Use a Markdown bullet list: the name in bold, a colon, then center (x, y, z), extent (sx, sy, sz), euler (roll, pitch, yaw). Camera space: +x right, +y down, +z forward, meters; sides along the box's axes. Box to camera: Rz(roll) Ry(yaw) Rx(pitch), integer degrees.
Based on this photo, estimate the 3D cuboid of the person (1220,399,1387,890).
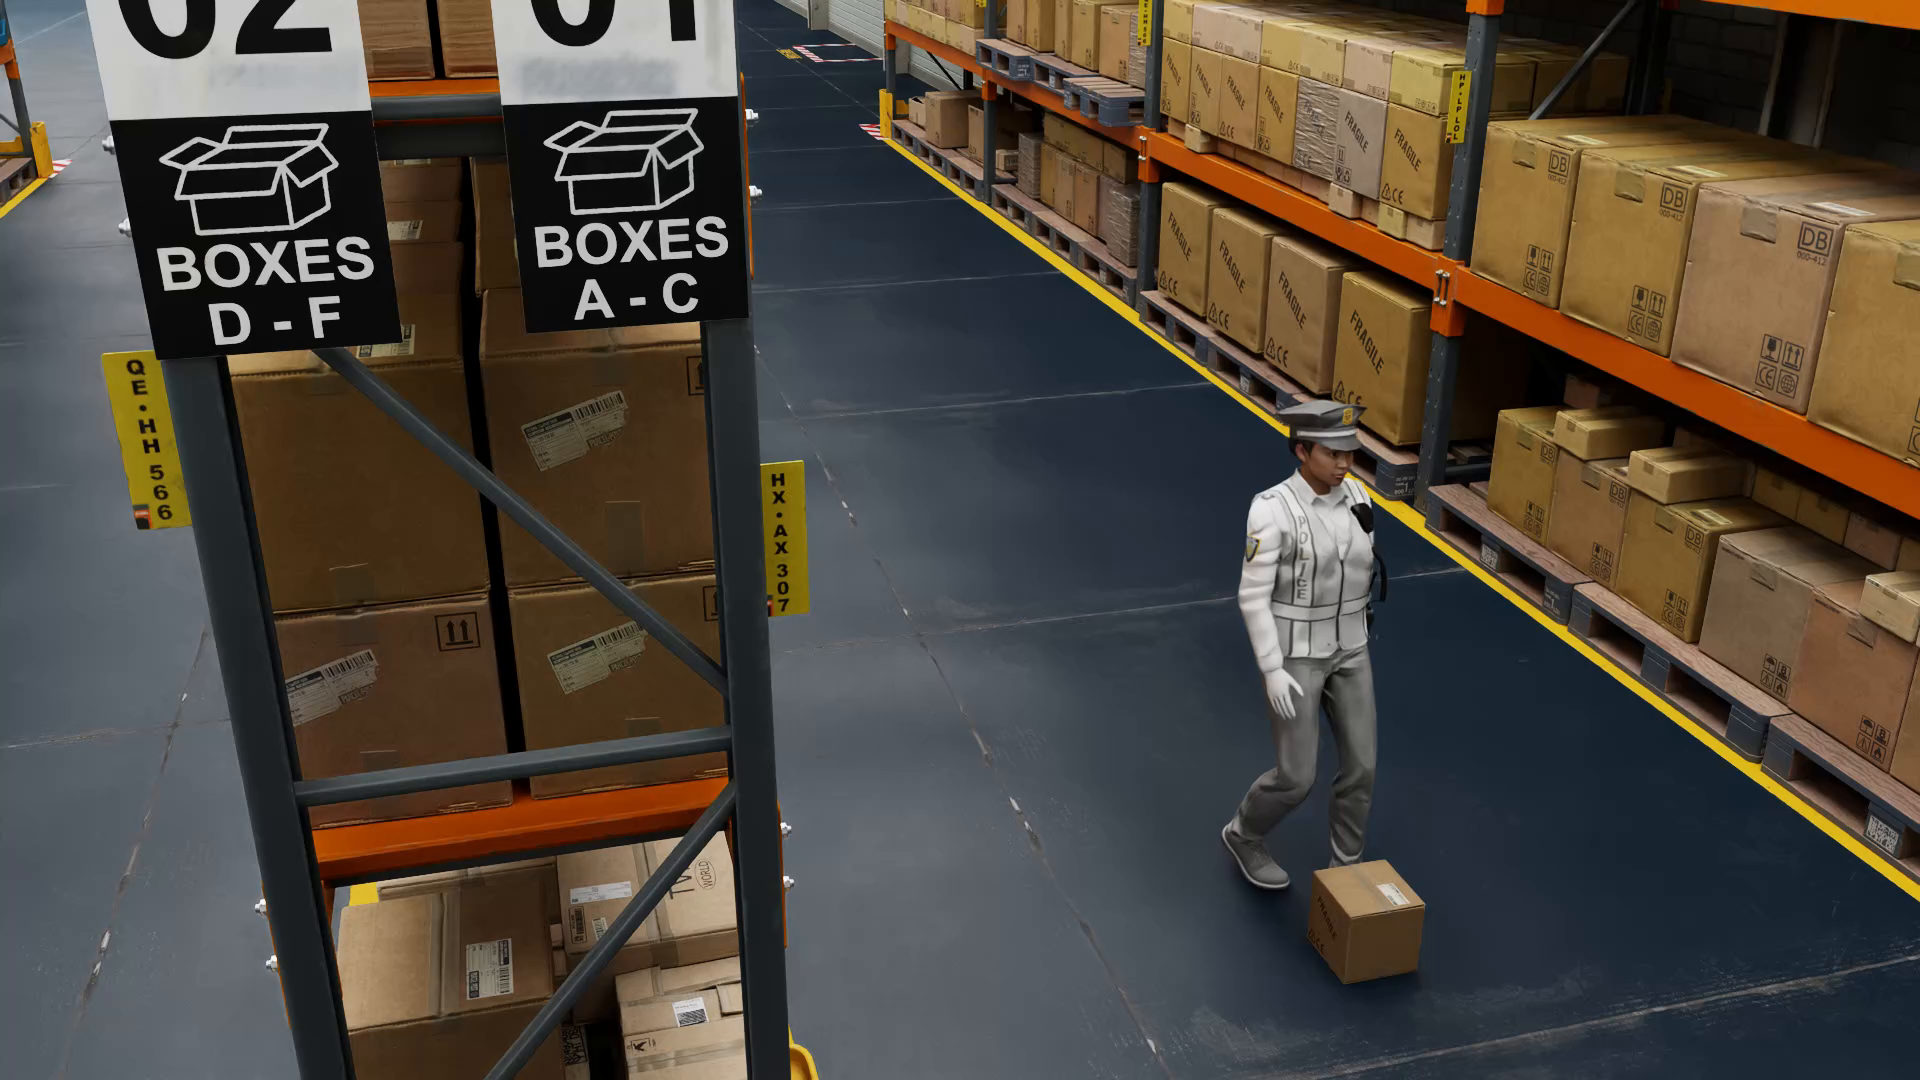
- **person**: center (1.150, 0.386, 5.216), extent (0.518, 1.665, 0.565), euler (-10, 25, -23)
